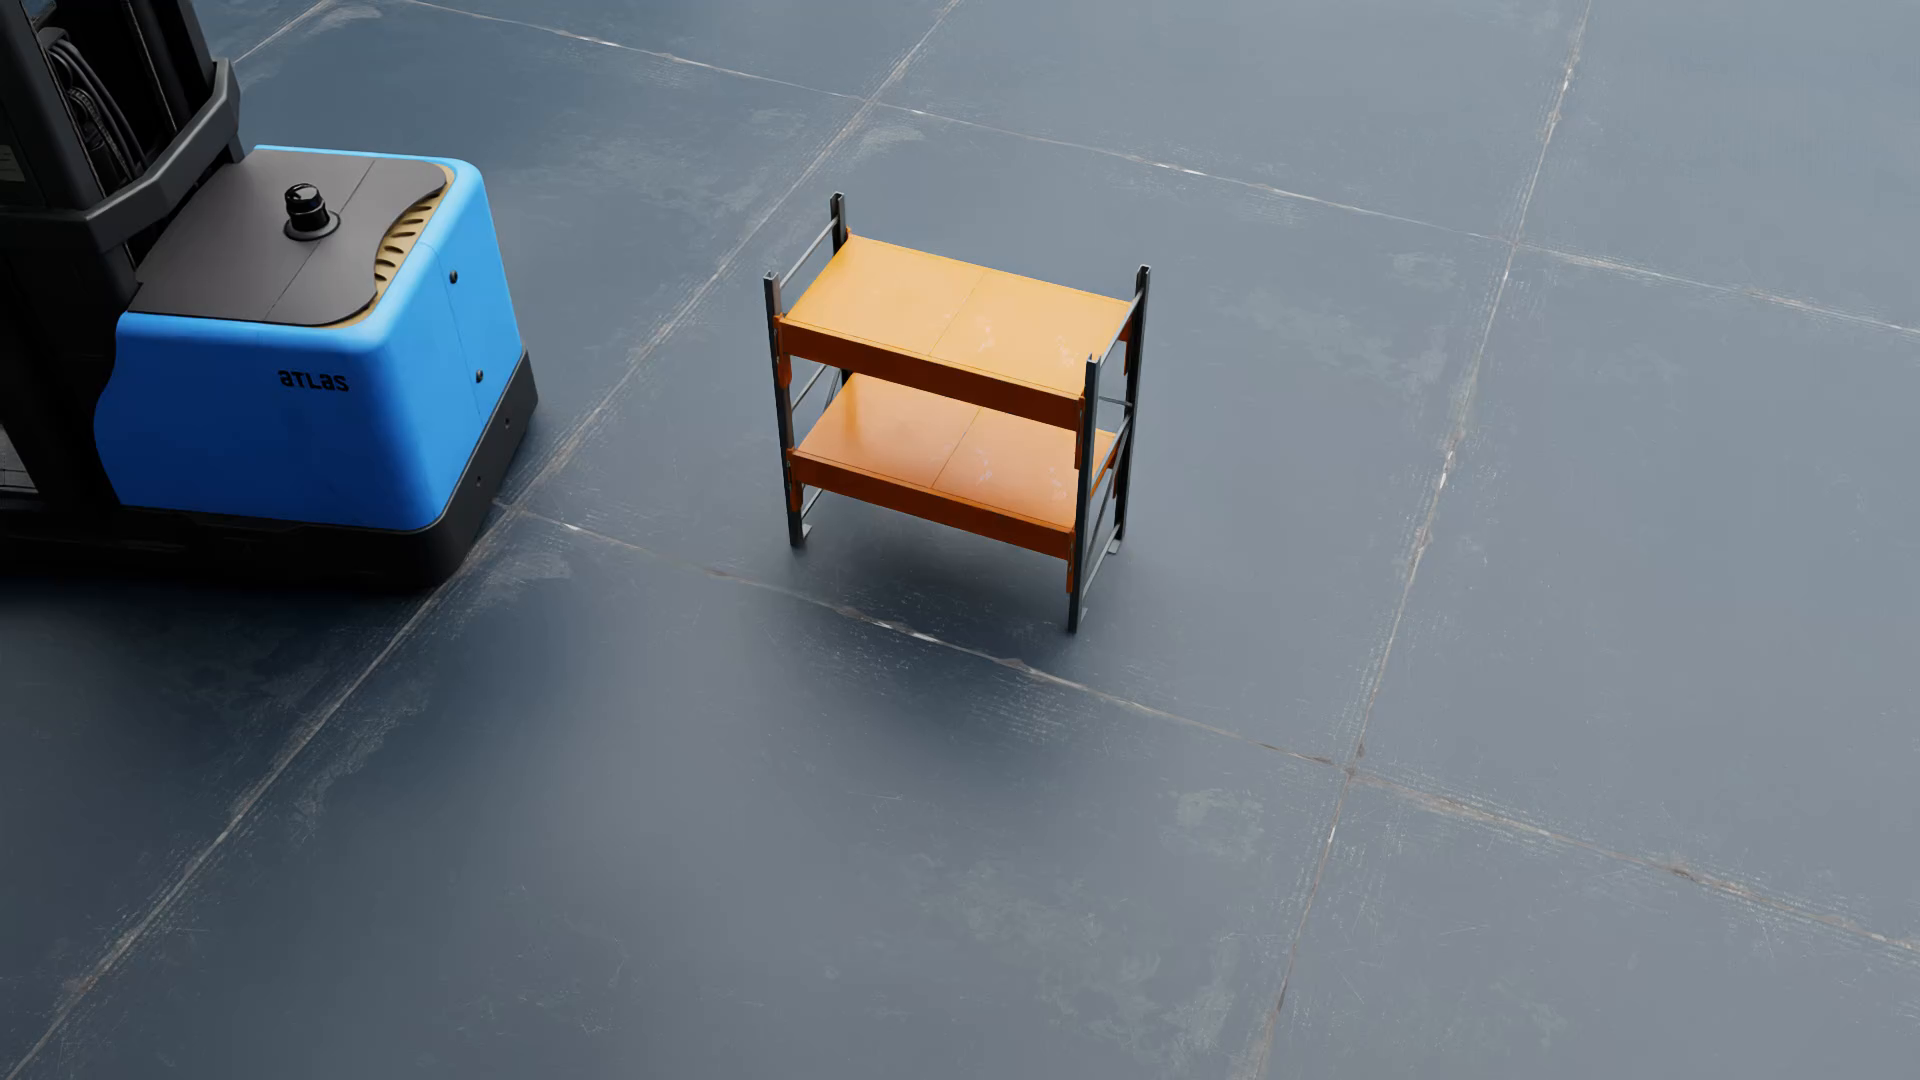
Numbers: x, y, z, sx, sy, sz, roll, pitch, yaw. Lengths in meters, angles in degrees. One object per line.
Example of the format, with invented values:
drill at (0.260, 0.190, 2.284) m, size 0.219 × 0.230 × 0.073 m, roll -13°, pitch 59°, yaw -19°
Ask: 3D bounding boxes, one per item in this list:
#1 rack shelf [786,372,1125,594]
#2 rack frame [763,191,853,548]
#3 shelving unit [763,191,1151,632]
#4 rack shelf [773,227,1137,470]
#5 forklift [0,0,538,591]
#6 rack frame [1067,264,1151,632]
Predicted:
rack shelf at (-0.006, -0.227, 5.528) m, size 1.000 × 0.278 × 0.538 m, roll 16°, pitch 47°, yaw 16°
rack frame at (-0.475, -0.539, 5.494) m, size 0.032 × 1.125 × 0.500 m, roll 16°, pitch 47°, yaw 16°
shelving unit at (-0.006, -0.401, 5.355) m, size 1.048 × 1.125 × 0.538 m, roll 16°, pitch 47°, yaw 16°
rack shelf at (-0.006, -0.608, 5.149) m, size 1.000 × 0.278 × 0.538 m, roll 16°, pitch 47°, yaw 16°
forklift at (-3.120, -1.332, 5.010) m, size 3.031 × 2.935 × 1.130 m, roll 5°, pitch 45°, yaw 5°
rack frame at (0.463, -0.263, 5.216) m, size 0.032 × 1.125 × 0.500 m, roll 16°, pitch 47°, yaw 16°
